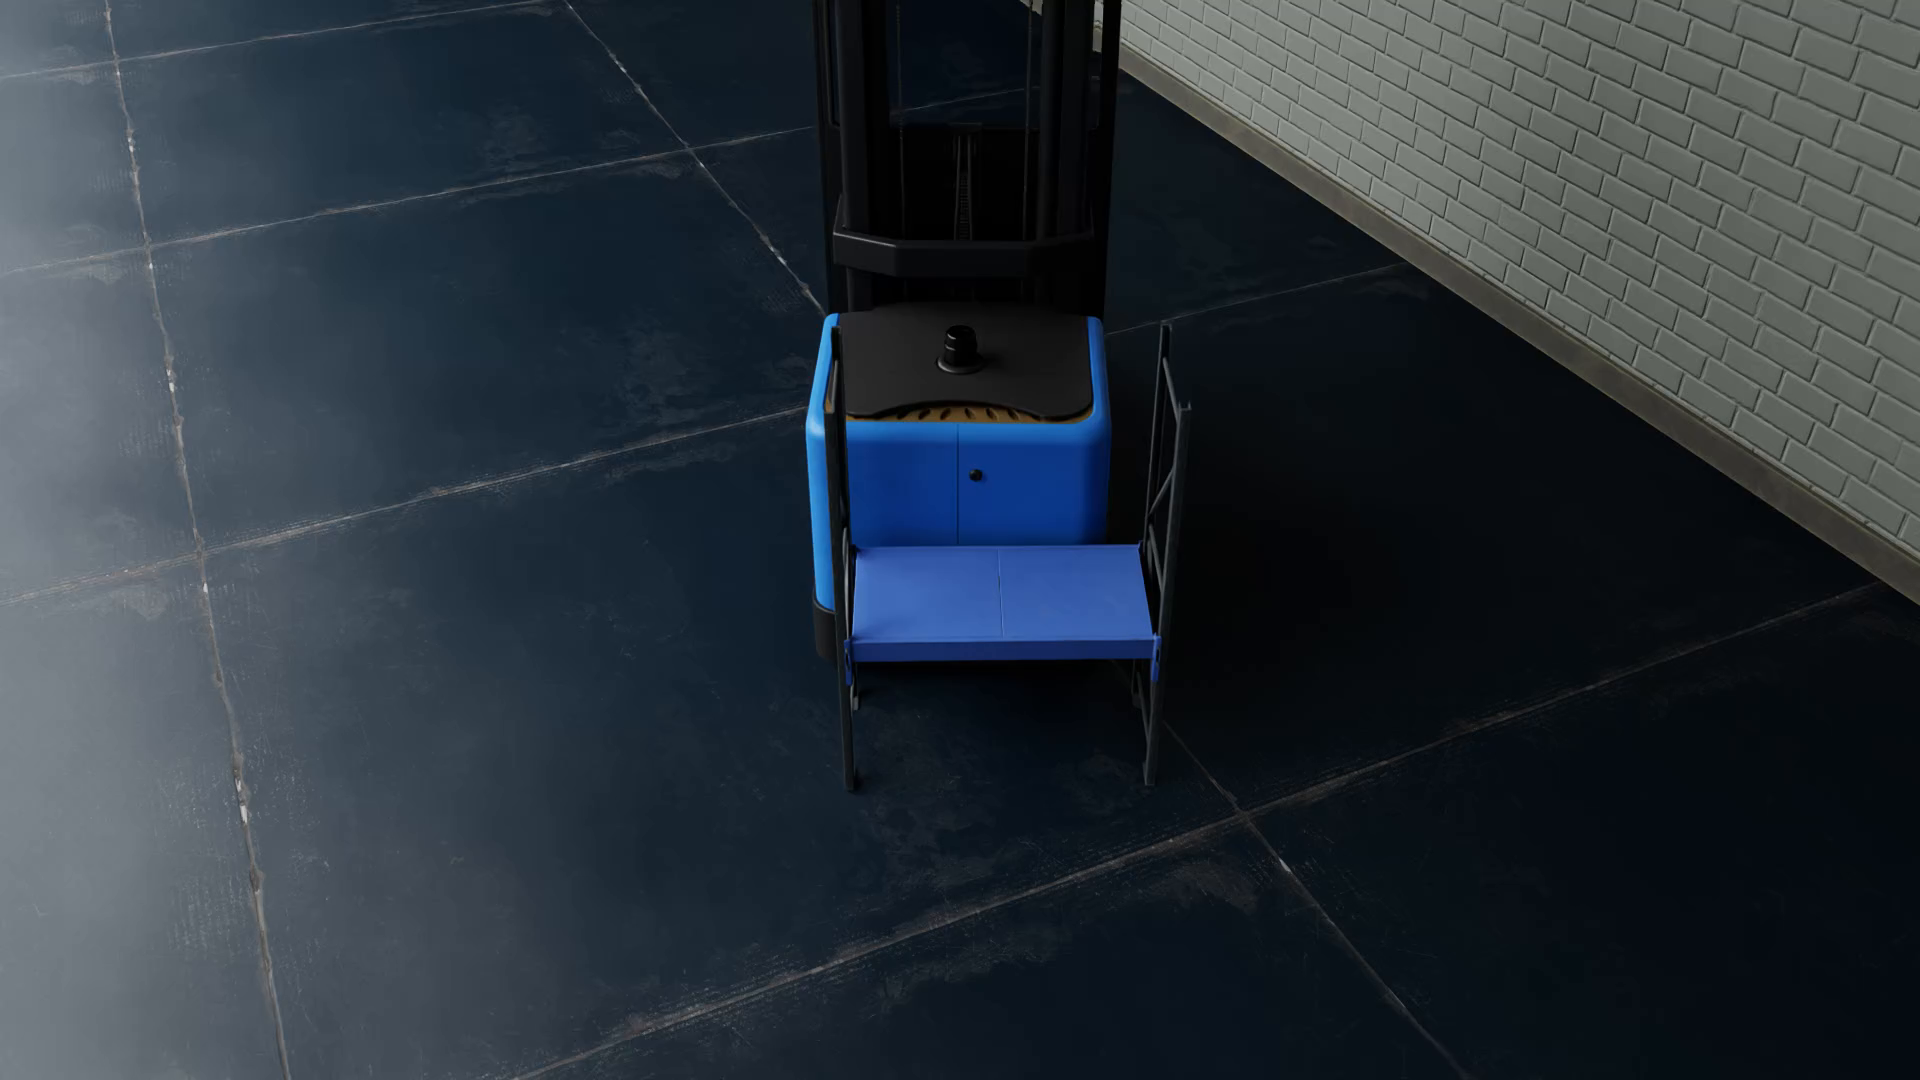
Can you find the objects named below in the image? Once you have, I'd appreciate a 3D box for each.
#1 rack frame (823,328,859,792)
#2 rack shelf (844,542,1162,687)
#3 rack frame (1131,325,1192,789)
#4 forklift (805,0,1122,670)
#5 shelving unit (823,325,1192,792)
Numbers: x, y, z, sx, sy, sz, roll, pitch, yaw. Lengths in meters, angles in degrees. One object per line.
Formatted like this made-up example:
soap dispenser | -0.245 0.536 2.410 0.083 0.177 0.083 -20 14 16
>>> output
rack frame | -0.377 0.098 5.358 0.032 1.500 0.500 -1 37 -1
rack shelf | 0.131 0.238 5.472 1.000 0.185 0.538 -1 37 -1
rack frame | 0.640 0.088 5.372 0.032 1.500 0.500 -1 37 -1
forklift | 0.028 -1.558 6.390 1.130 2.935 3.031 1 37 1
shelving unit | 0.131 0.093 5.365 1.048 1.500 0.538 -1 37 -1
